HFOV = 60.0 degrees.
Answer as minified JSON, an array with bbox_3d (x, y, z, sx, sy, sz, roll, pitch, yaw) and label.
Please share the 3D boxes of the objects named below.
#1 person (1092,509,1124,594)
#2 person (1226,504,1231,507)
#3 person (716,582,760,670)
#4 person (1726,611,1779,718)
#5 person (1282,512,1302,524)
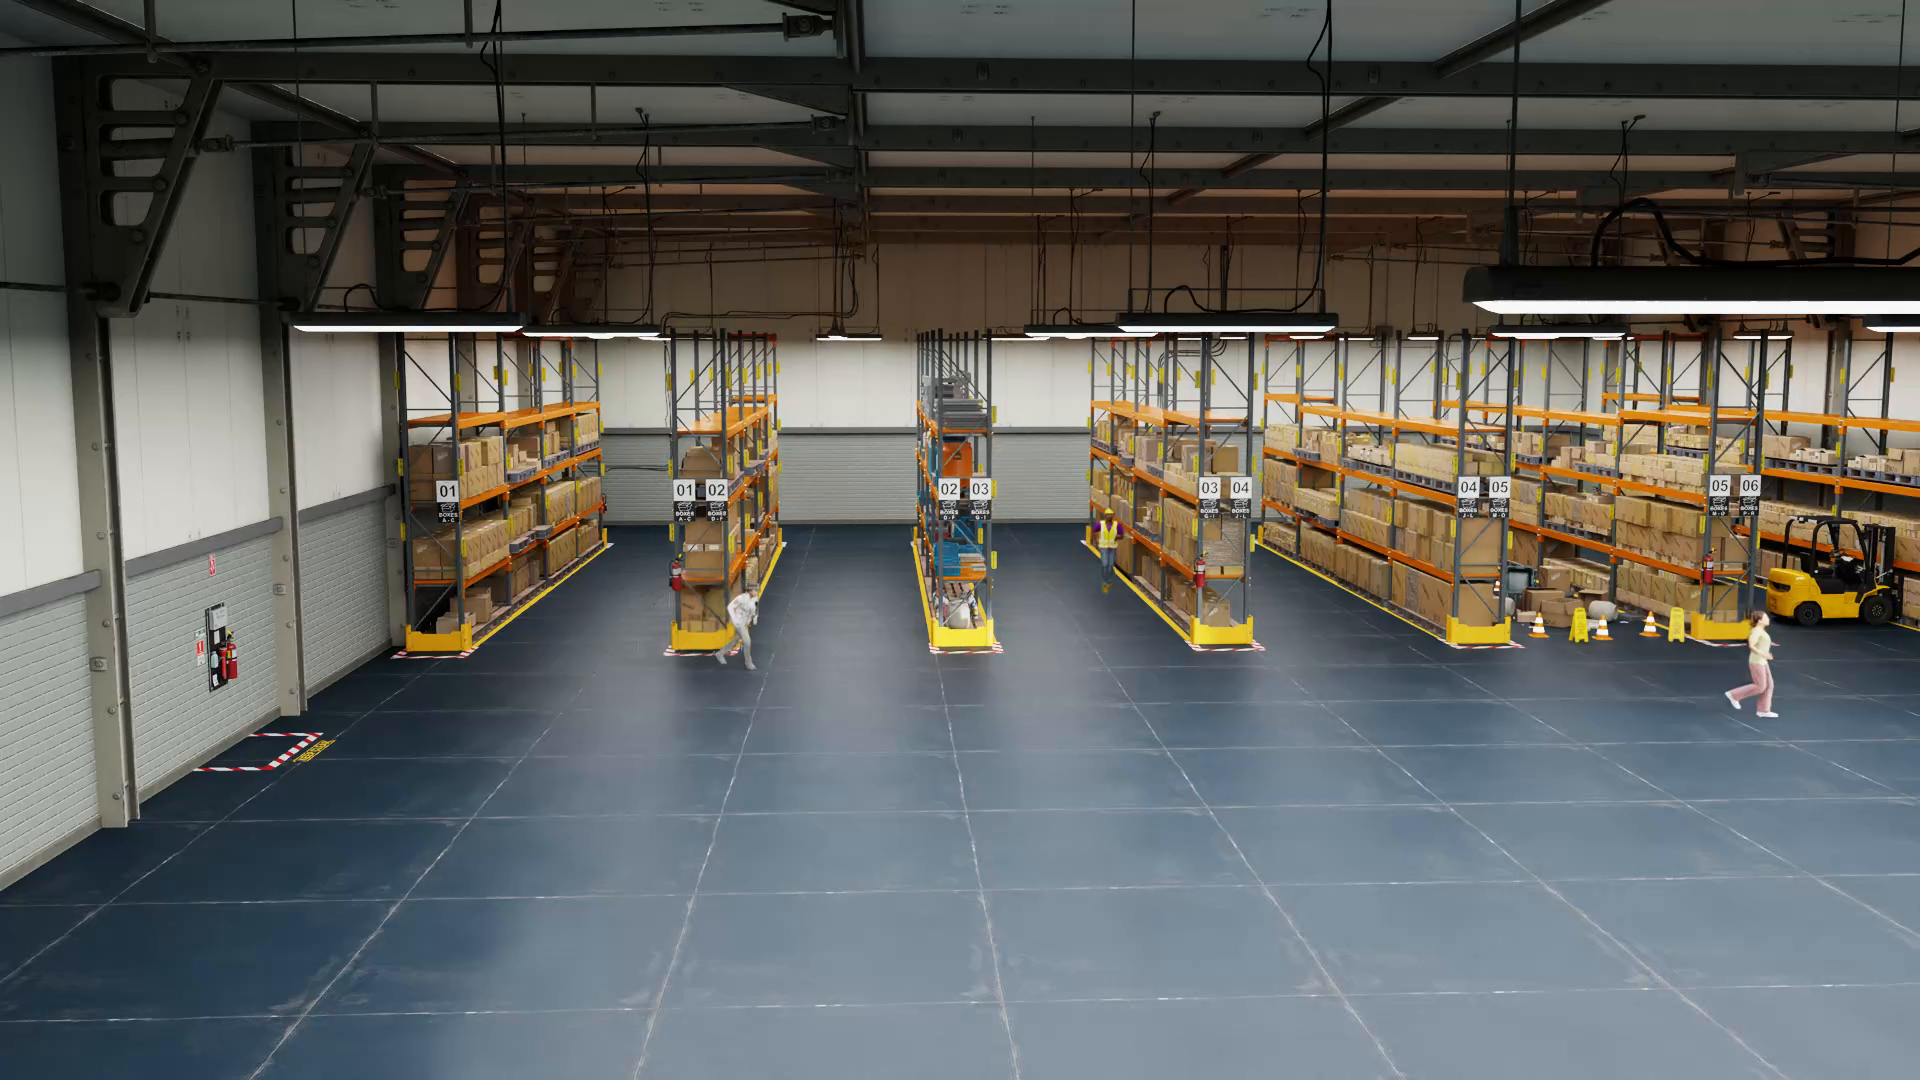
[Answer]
[{"bbox_3d":[3.293,0.233,36.871,0.688,1.863,0.665,0,7,-3],"label":"person"},{"bbox_3d":[7.529,-0.466,45.803,0.692,1.633,0.956,0,7,0],"label":"person"},{"bbox_3d":[-3.937,1.511,29.496,0.960,1.587,0.613,5,8,34],"label":"person"},{"bbox_3d":[12.232,1.893,25.597,0.752,1.642,0.577,4,8,29],"label":"person"},{"bbox_3d":[9.755,-0.906,49.185,0.762,1.654,0.993,-6,9,-43],"label":"person"}]
